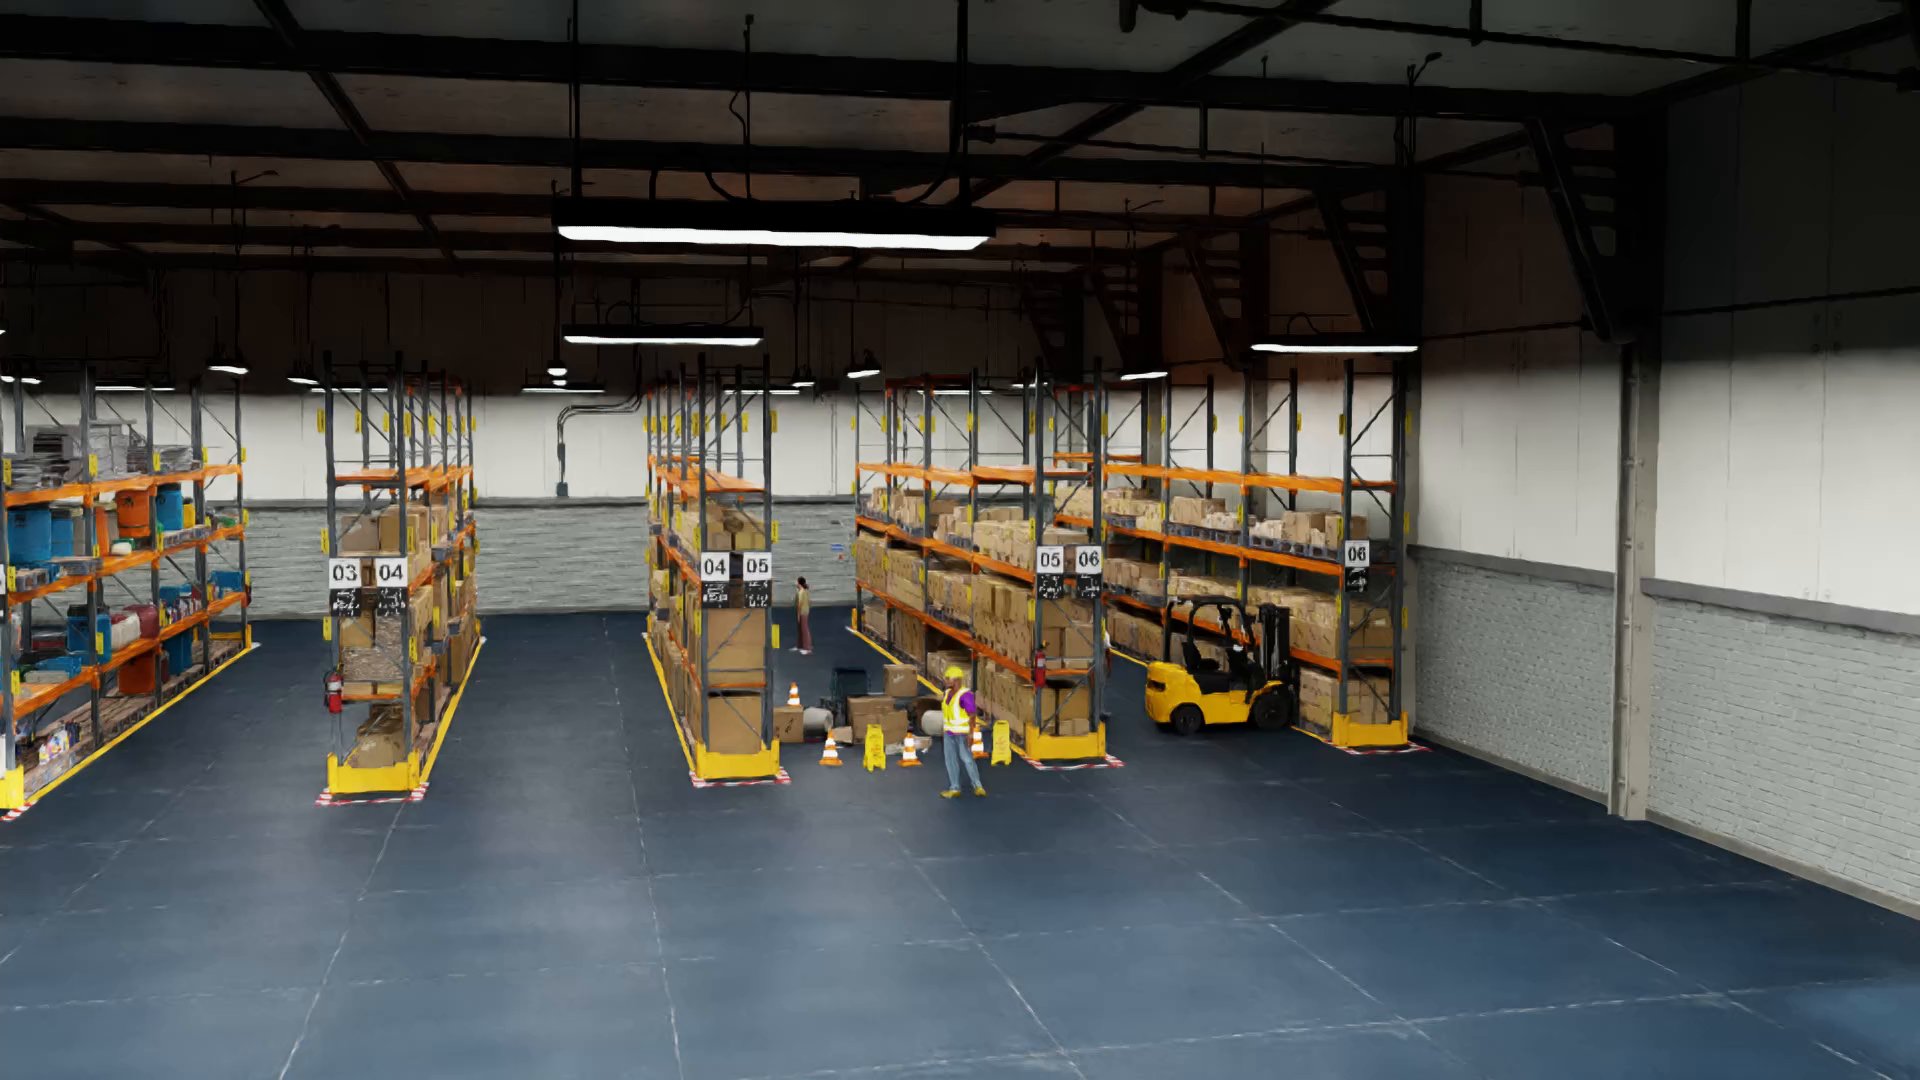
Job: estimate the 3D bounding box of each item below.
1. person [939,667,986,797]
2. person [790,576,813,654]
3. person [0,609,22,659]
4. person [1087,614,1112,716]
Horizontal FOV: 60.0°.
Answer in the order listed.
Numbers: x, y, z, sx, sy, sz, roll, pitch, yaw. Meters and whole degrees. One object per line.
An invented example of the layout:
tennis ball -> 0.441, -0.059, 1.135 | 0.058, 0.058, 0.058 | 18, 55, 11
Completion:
person -> 0.013, 2.575, 22.401 | 0.550, 1.758, 0.662 | -3, 5, -41
person -> -3.475, 1.625, 36.340 | 0.575, 1.665, 0.572 | 1, 4, 9
person -> -18.326, 1.935, 32.066 | 0.453, 1.560, 1.010 | -1, 4, -14
person -> 2.380, 2.112, 28.603 | 0.447, 1.771, 0.632 | -4, 6, -45
